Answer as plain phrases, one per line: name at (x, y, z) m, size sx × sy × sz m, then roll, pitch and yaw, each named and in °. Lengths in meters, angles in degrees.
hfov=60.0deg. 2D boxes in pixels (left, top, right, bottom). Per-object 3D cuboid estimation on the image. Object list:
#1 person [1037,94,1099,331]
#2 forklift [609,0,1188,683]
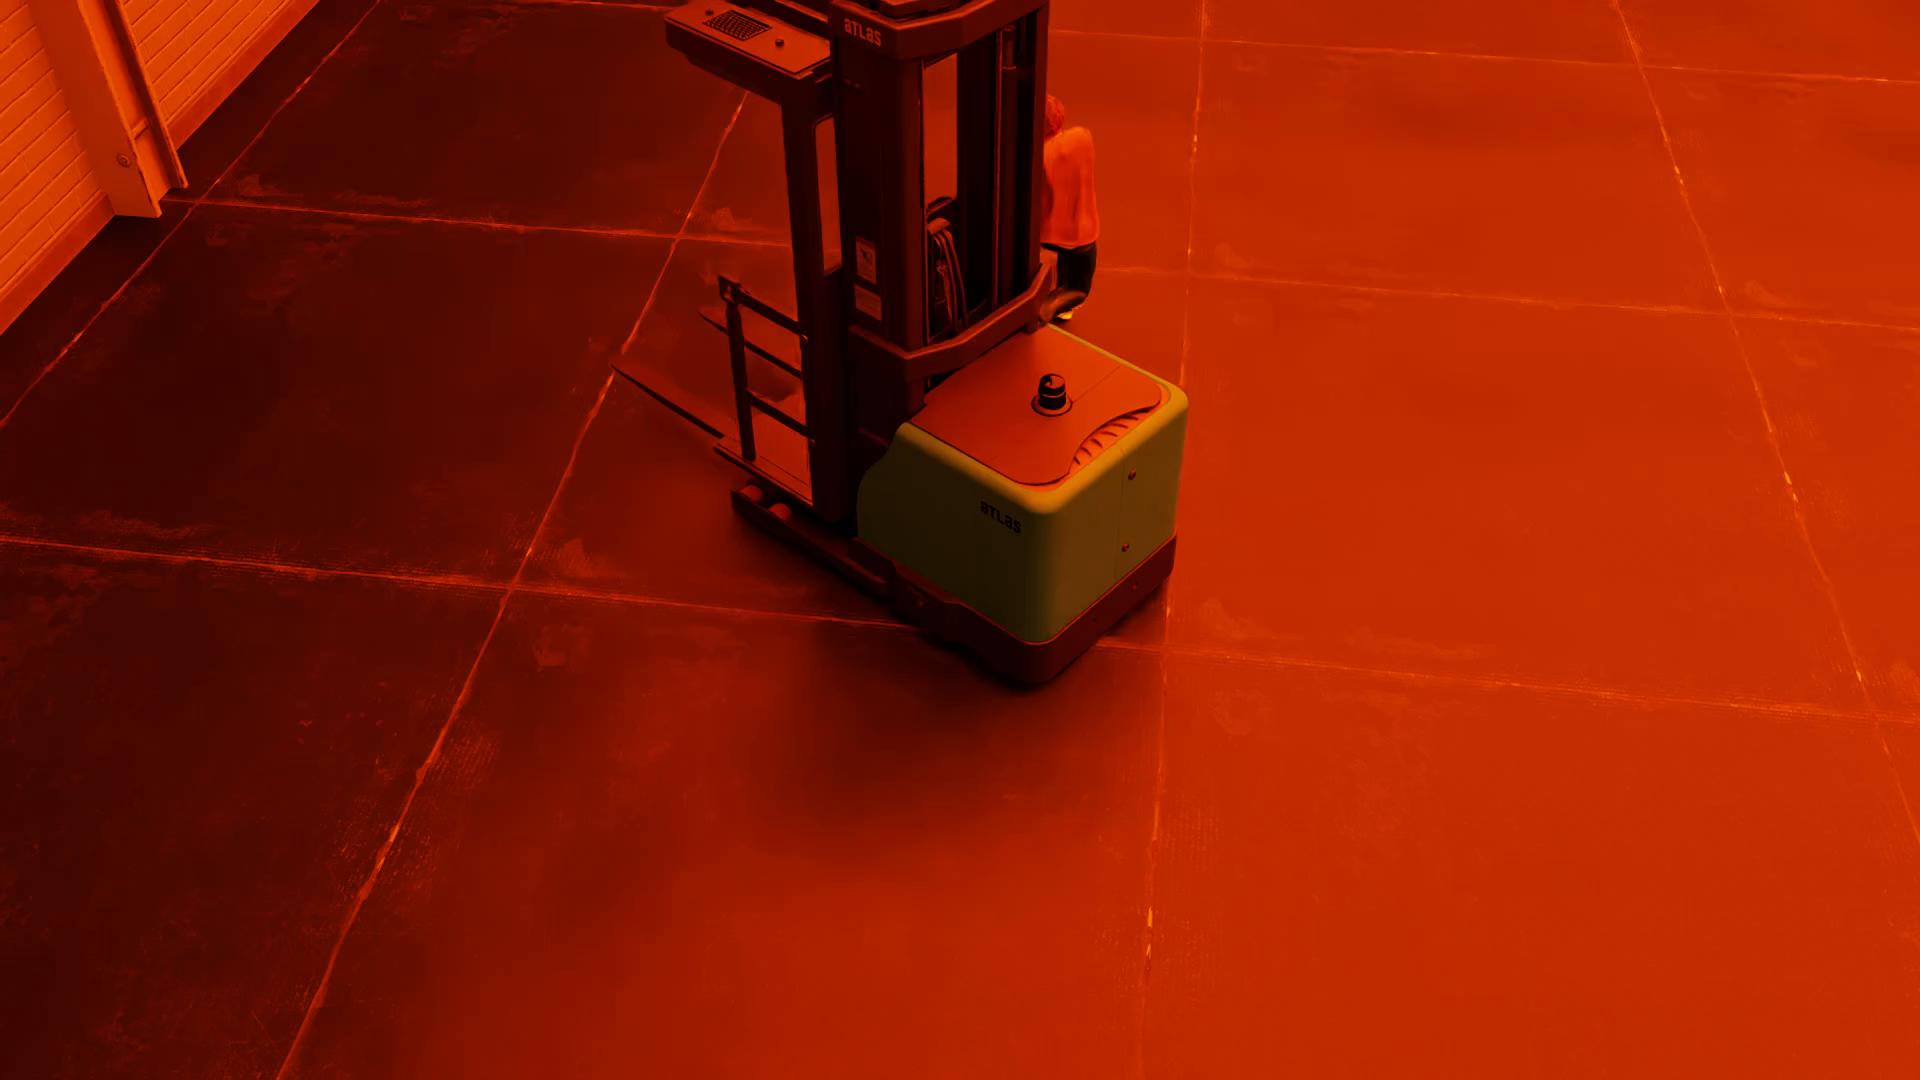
person at (0.452, -1.654, 8.711) m, size 0.547 × 1.382 × 0.823 m, roll 9°, pitch 43°, yaw 10°
forklift at (-0.458, -1.328, 7.170) m, size 3.031 × 2.935 × 1.130 m, roll 31°, pitch 51°, yaw 29°
